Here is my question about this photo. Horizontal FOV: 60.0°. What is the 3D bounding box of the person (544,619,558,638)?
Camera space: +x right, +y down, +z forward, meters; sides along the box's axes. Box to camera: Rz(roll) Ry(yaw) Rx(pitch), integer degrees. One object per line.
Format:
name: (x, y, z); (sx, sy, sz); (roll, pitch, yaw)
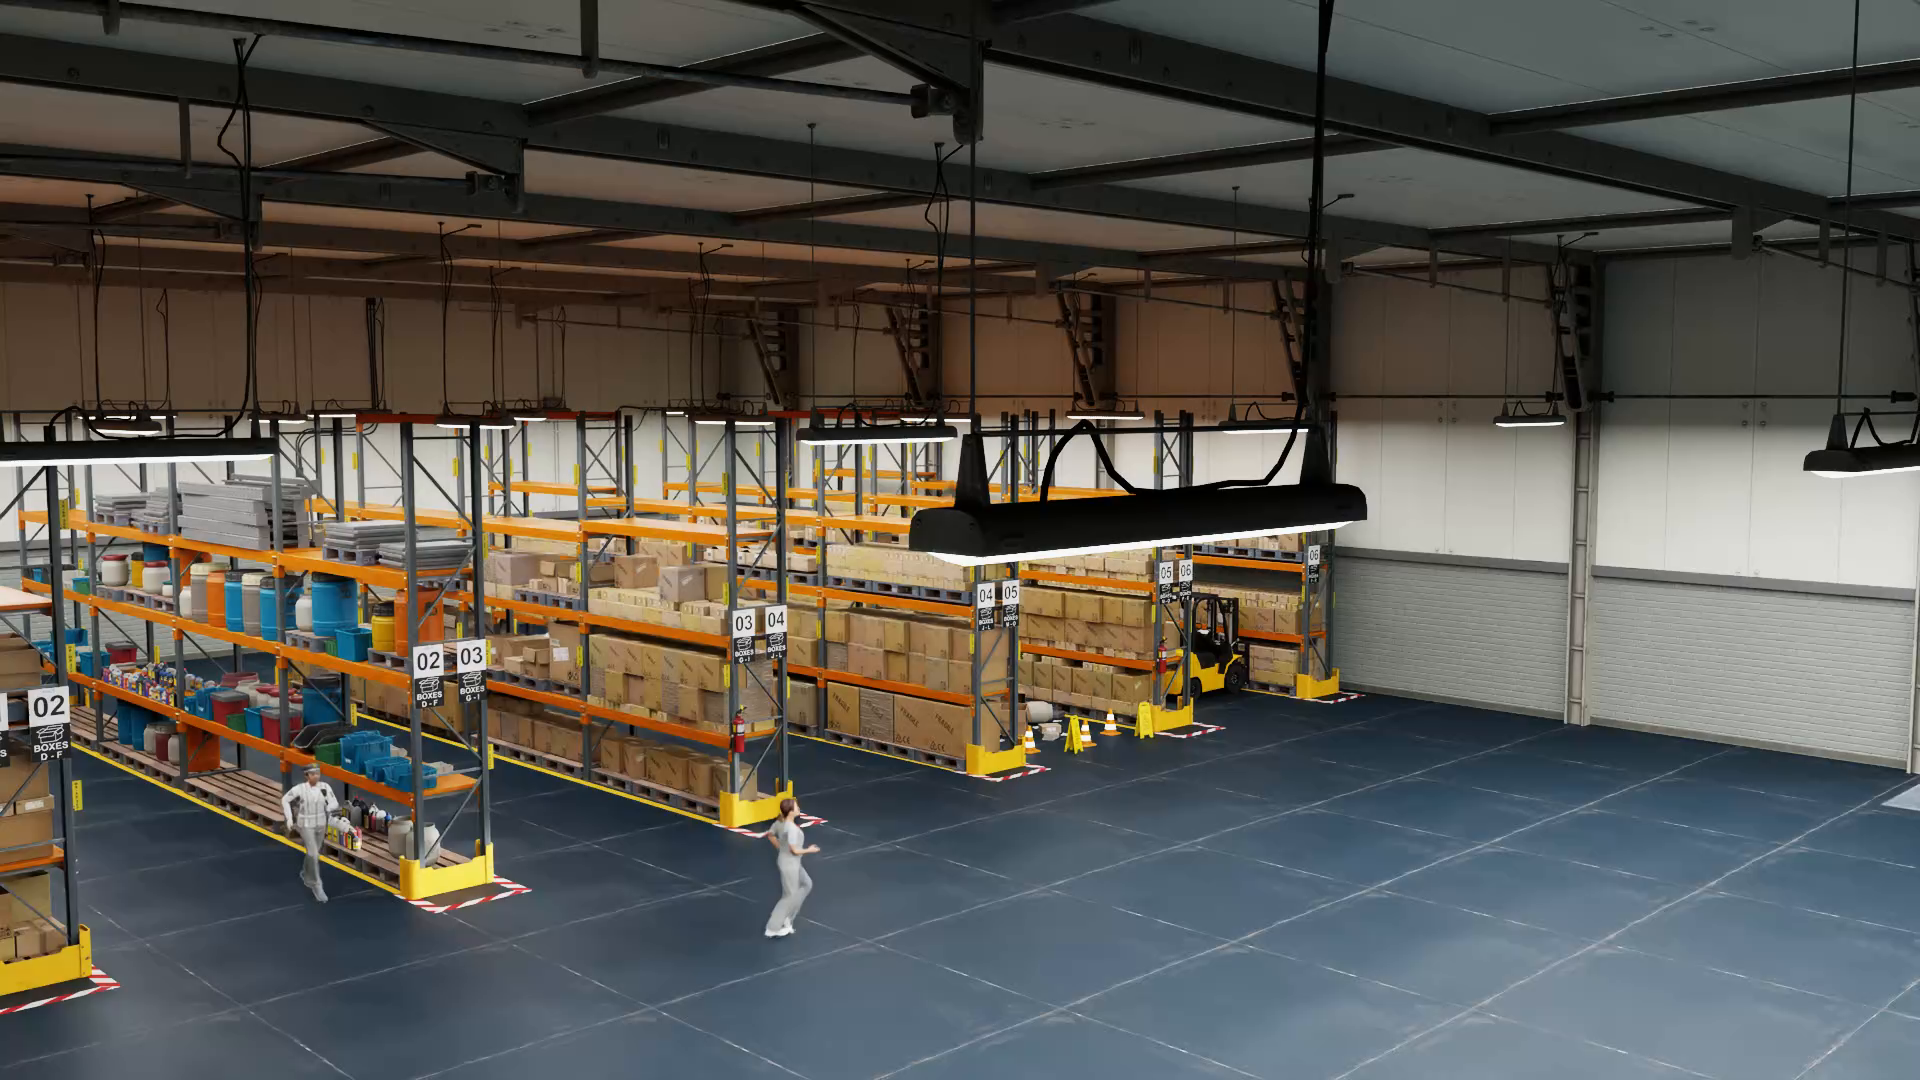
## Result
person: (-8.455, 2.464, 34.838); (0.634, 1.649, 0.775); (-4, 6, -40)

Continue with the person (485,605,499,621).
person: (-11.456, 1.969, 40.531); (0.652, 1.684, 0.758); (-1, 5, -11)

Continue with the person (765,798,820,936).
person: (-1.967, 3.816, 19.425); (0.655, 1.653, 0.540); (-2, 5, -20)

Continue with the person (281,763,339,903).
person: (-8.199, 3.652, 21.045); (0.849, 1.739, 0.580); (5, 7, 42)

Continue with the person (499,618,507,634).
person: (-11.104, 1.937, 40.798); (0.698, 1.728, 0.546); (5, 7, 44)
